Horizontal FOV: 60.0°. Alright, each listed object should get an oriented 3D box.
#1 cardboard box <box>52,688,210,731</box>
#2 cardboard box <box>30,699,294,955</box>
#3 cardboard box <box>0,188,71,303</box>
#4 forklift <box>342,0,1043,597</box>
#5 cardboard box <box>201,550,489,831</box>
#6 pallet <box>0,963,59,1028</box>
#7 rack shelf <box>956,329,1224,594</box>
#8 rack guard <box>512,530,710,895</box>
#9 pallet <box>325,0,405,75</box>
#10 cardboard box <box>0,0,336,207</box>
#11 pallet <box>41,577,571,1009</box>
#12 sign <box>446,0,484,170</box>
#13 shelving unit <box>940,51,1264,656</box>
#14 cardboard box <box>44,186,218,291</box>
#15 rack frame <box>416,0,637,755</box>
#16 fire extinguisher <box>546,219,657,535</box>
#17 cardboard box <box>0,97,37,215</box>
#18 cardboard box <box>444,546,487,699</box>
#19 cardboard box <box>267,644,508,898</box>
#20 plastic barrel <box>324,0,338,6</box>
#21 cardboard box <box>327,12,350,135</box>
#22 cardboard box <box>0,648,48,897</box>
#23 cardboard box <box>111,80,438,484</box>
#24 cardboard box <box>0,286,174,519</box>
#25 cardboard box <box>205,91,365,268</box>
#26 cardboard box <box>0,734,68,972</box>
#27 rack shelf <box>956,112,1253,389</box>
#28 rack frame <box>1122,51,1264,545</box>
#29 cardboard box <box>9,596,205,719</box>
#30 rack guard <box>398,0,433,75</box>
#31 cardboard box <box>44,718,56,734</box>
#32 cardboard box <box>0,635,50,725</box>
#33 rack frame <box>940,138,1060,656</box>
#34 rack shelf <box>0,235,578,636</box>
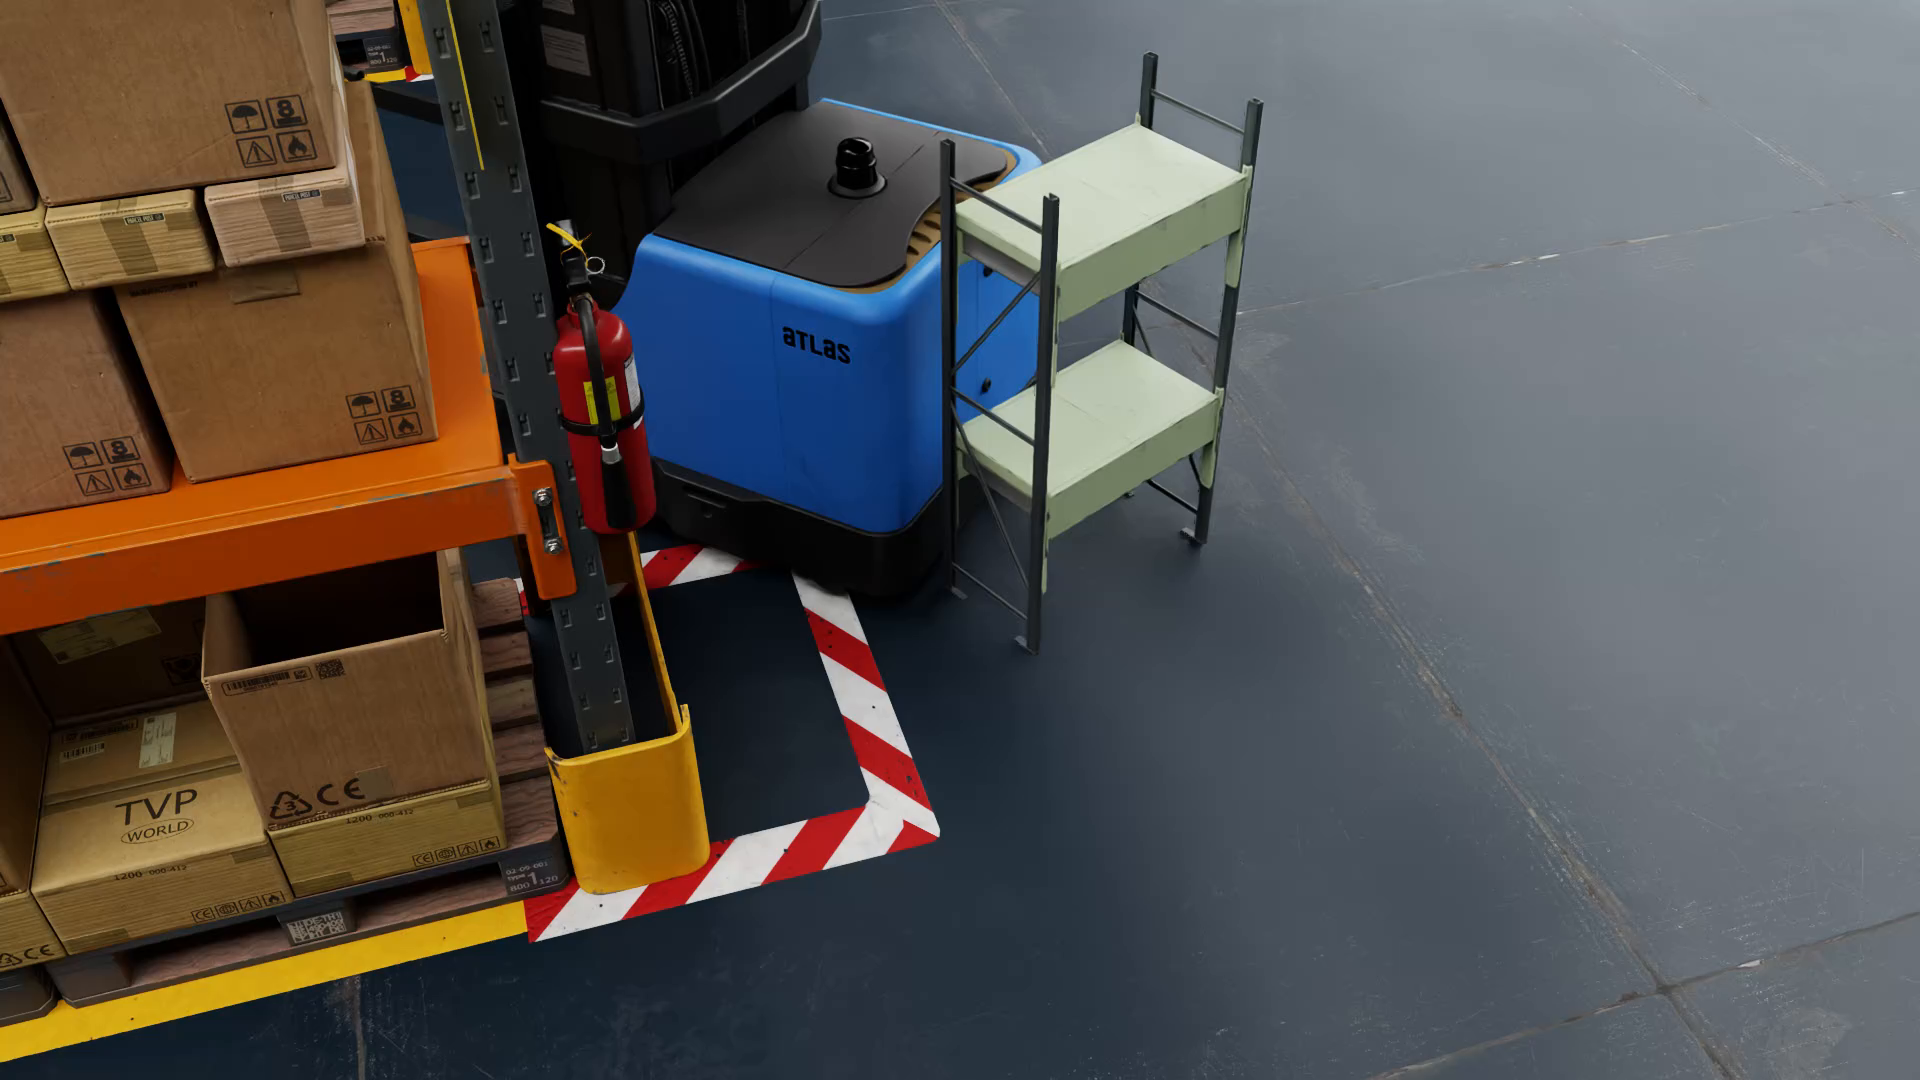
[{"bbox_3d":[-2.048,0.331,4.362,0.500,0.250,0.500,-12,42,-13],"label":"cardboard box"},{"bbox_3d":[-1.890,0.662,3.984,0.500,0.250,0.500,-12,42,-13],"label":"cardboard box"},{"bbox_3d":[-1.794,-0.597,3.085,0.250,0.149,0.380,-12,43,-14],"label":"cardboard box"},{"bbox_3d":[-1.280,-1.625,4.882,3.031,2.935,1.130,19,45,21],"label":"forklift"},{"bbox_3d":[-1.416,0.274,3.857,0.500,0.500,0.500,-12,42,-13],"label":"cardboard box"},{"bbox_3d":[-2.873,0.853,4.113,1.213,0.211,1.003,-12,42,-13],"label":"pallet"},{"bbox_3d":[0.364,-0.244,4.885,0.720,0.370,0.431,-31,50,-30],"label":"rack shelf"},{"bbox_3d":[-0.971,0.323,4.500,0.348,0.500,1.175,-12,42,-13],"label":"rack guard"},{"bbox_3d":[-3.313,-2.471,7.918,1.213,0.211,1.003,-12,42,-13],"label":"pallet"},{"bbox_3d":[-1.494,-1.045,3.104,0.500,0.500,0.700,-12,42,-13],"label":"cardboard box"},{"bbox_3d":[-1.711,0.614,4.387,1.213,0.211,1.003,-12,42,-13],"label":"pallet"},{"bbox_3d":[-0.844,-0.795,2.821,0.005,0.325,0.100,-12,42,-13],"label":"sign"},{"bbox_3d":[0.364,-0.489,4.670,0.755,1.500,0.431,-31,50,-30],"label":"shelving unit"},{"bbox_3d":[-1.551,-0.648,3.143,0.250,0.149,0.380,-11,42,-12],"label":"cardboard box"},{"bbox_3d":[-0.994,-0.613,3.672,0.127,3.000,1.000,-12,42,-13],"label":"rack frame"},{"bbox_3d":[-0.742,-0.316,3.391,0.183,0.674,0.296,-12,42,-13],"label":"fire extinguisher"},{"bbox_3d":[-1.994,-0.938,2.981,0.500,0.500,0.700,-13,43,-14],"label":"cardboard box"},{"bbox_3d":[-1.573,0.230,4.477,0.500,0.250,0.500,-12,42,-13],"label":"cardboard box"},{"bbox_3d":[-1.417,0.555,4.105,0.500,0.250,0.500,-12,42,-13],"label":"cardboard box"},{"bbox_3d":[-3.083,-2.766,7.708,0.421,0.512,0.421,0,41,0],"label":"plastic barrel"},{"bbox_3d":[-1.433,-0.953,3.492,0.250,0.149,0.380,-12,43,-13],"label":"cardboard box"},{"bbox_3d":[-2.366,0.481,3.620,0.500,0.500,0.500,-12,42,-13],"label":"cardboard box"},{"bbox_3d":[-1.443,-0.567,3.543,0.500,0.500,0.700,-12,42,-13],"label":"cardboard box"},{"bbox_3d":[-1.943,-0.460,3.421,0.500,0.500,0.700,-11,42,-12],"label":"cardboard box"},{"bbox_3d":[-1.301,-0.700,3.203,0.250,0.149,0.380,-12,43,-14],"label":"cardboard box"},{"bbox_3d":[-2.367,0.762,3.869,0.500,0.250,0.500,-12,42,-13],"label":"cardboard box"},{"bbox_3d":[0.364,-0.783,4.413,0.720,0.370,0.431,-31,50,-30],"label":"rack shelf"},{"bbox_3d":[0.635,-0.651,4.855,0.023,1.500,0.400,-31,50,-30],"label":"rack frame"},{"bbox_3d":[-2.049,0.048,4.116,0.500,0.500,0.500,-12,42,-13],"label":"cardboard box"},{"bbox_3d":[-2.537,-2.737,8.003,0.348,0.500,1.175,-12,42,-13],"label":"rack guard"},{"bbox_3d":[-2.525,0.430,4.249,0.500,0.250,0.500,-12,42,-13],"label":"cardboard box"},{"bbox_3d":[-2.522,0.155,3.994,0.500,0.500,0.500,-12,42,-13],"label":"cardboard box"},{"bbox_3d":[0.092,-0.328,4.486,0.023,1.500,0.400,-31,50,-30],"label":"rack frame"},{"bbox_3d":[-2.902,0.053,3.457,4.000,0.370,1.077,-12,42,-13],"label":"rack shelf"}]
